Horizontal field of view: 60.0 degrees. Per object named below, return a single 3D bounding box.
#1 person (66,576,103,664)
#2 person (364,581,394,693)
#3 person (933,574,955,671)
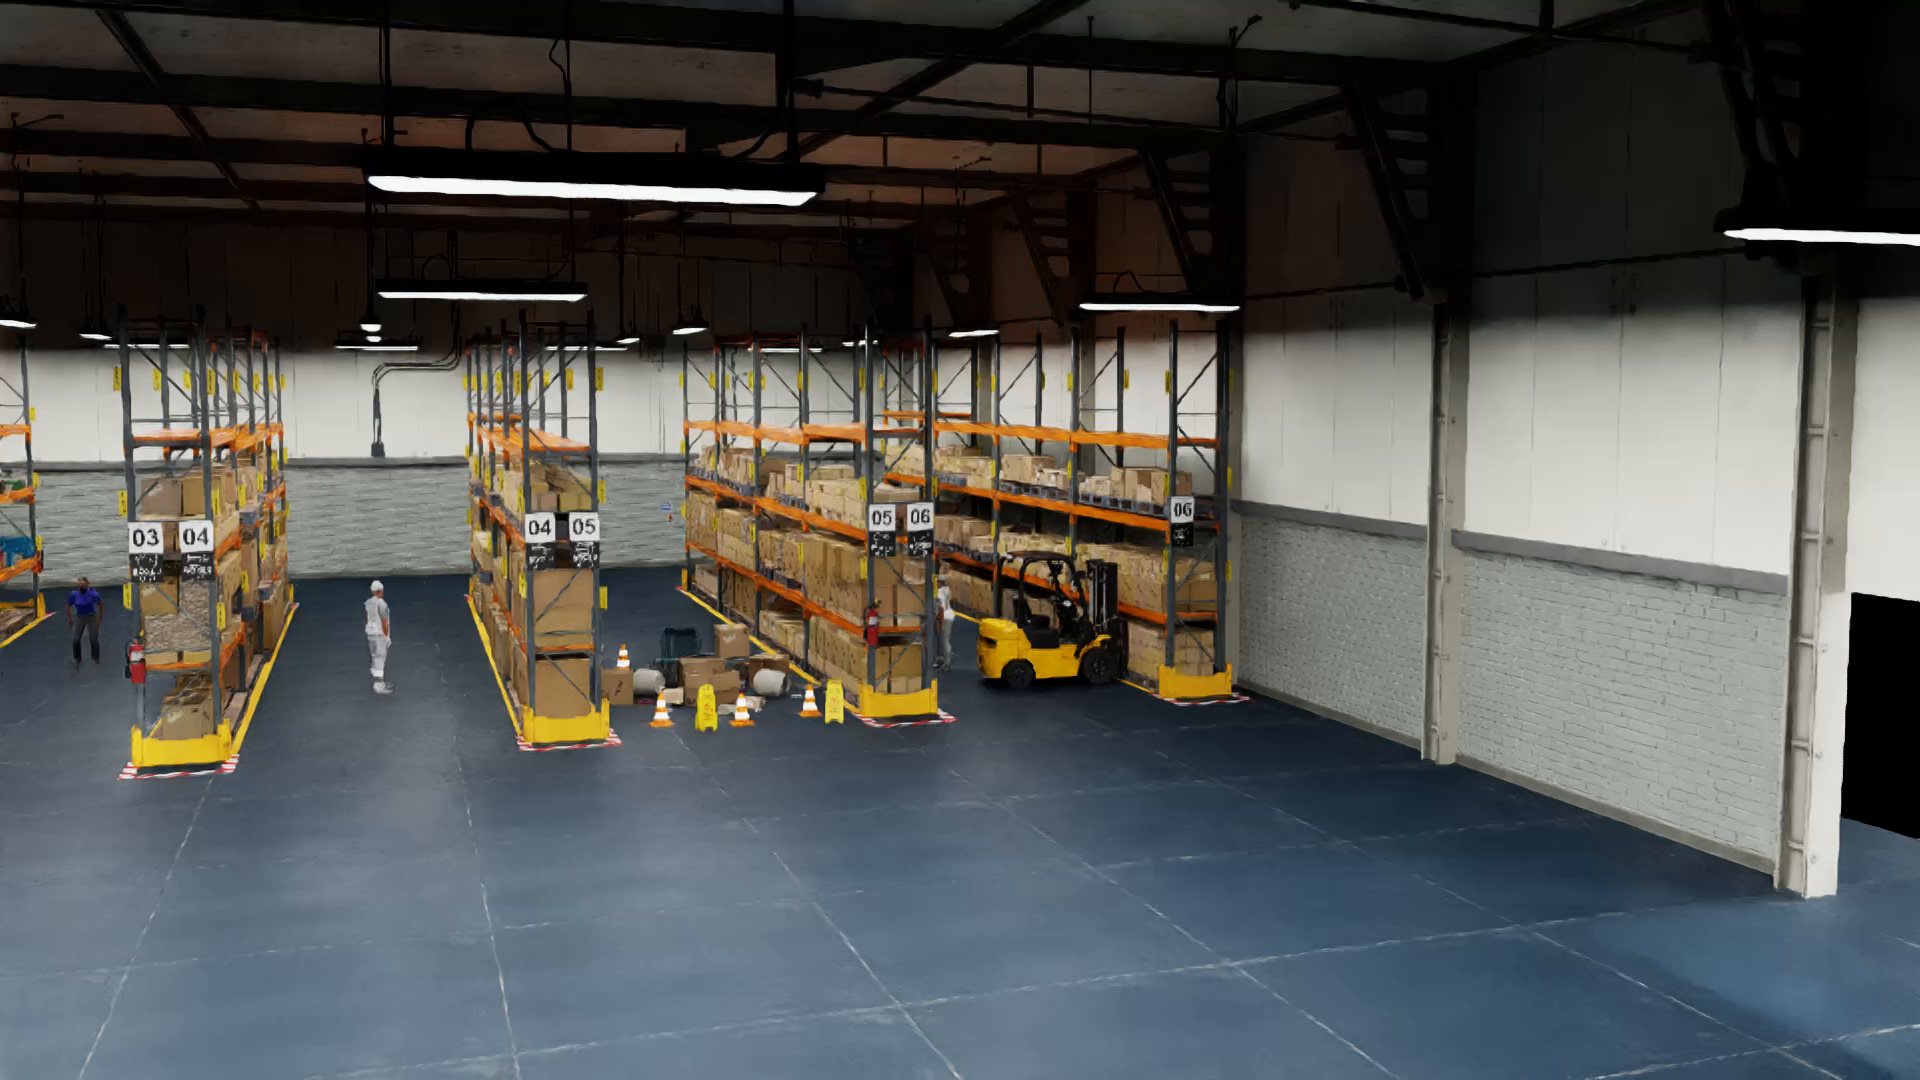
[{"bbox_3d":[-15.489,1.421,29.447,0.592,1.604,0.513,-2,6,-21],"label":"person"},{"bbox_3d":[-9.364,1.545,26.897,0.605,1.789,0.451,5,7,42],"label":"person"},{"bbox_3d":[-0.335,1.424,28.947,0.478,1.667,0.523,1,6,11],"label":"person"}]
